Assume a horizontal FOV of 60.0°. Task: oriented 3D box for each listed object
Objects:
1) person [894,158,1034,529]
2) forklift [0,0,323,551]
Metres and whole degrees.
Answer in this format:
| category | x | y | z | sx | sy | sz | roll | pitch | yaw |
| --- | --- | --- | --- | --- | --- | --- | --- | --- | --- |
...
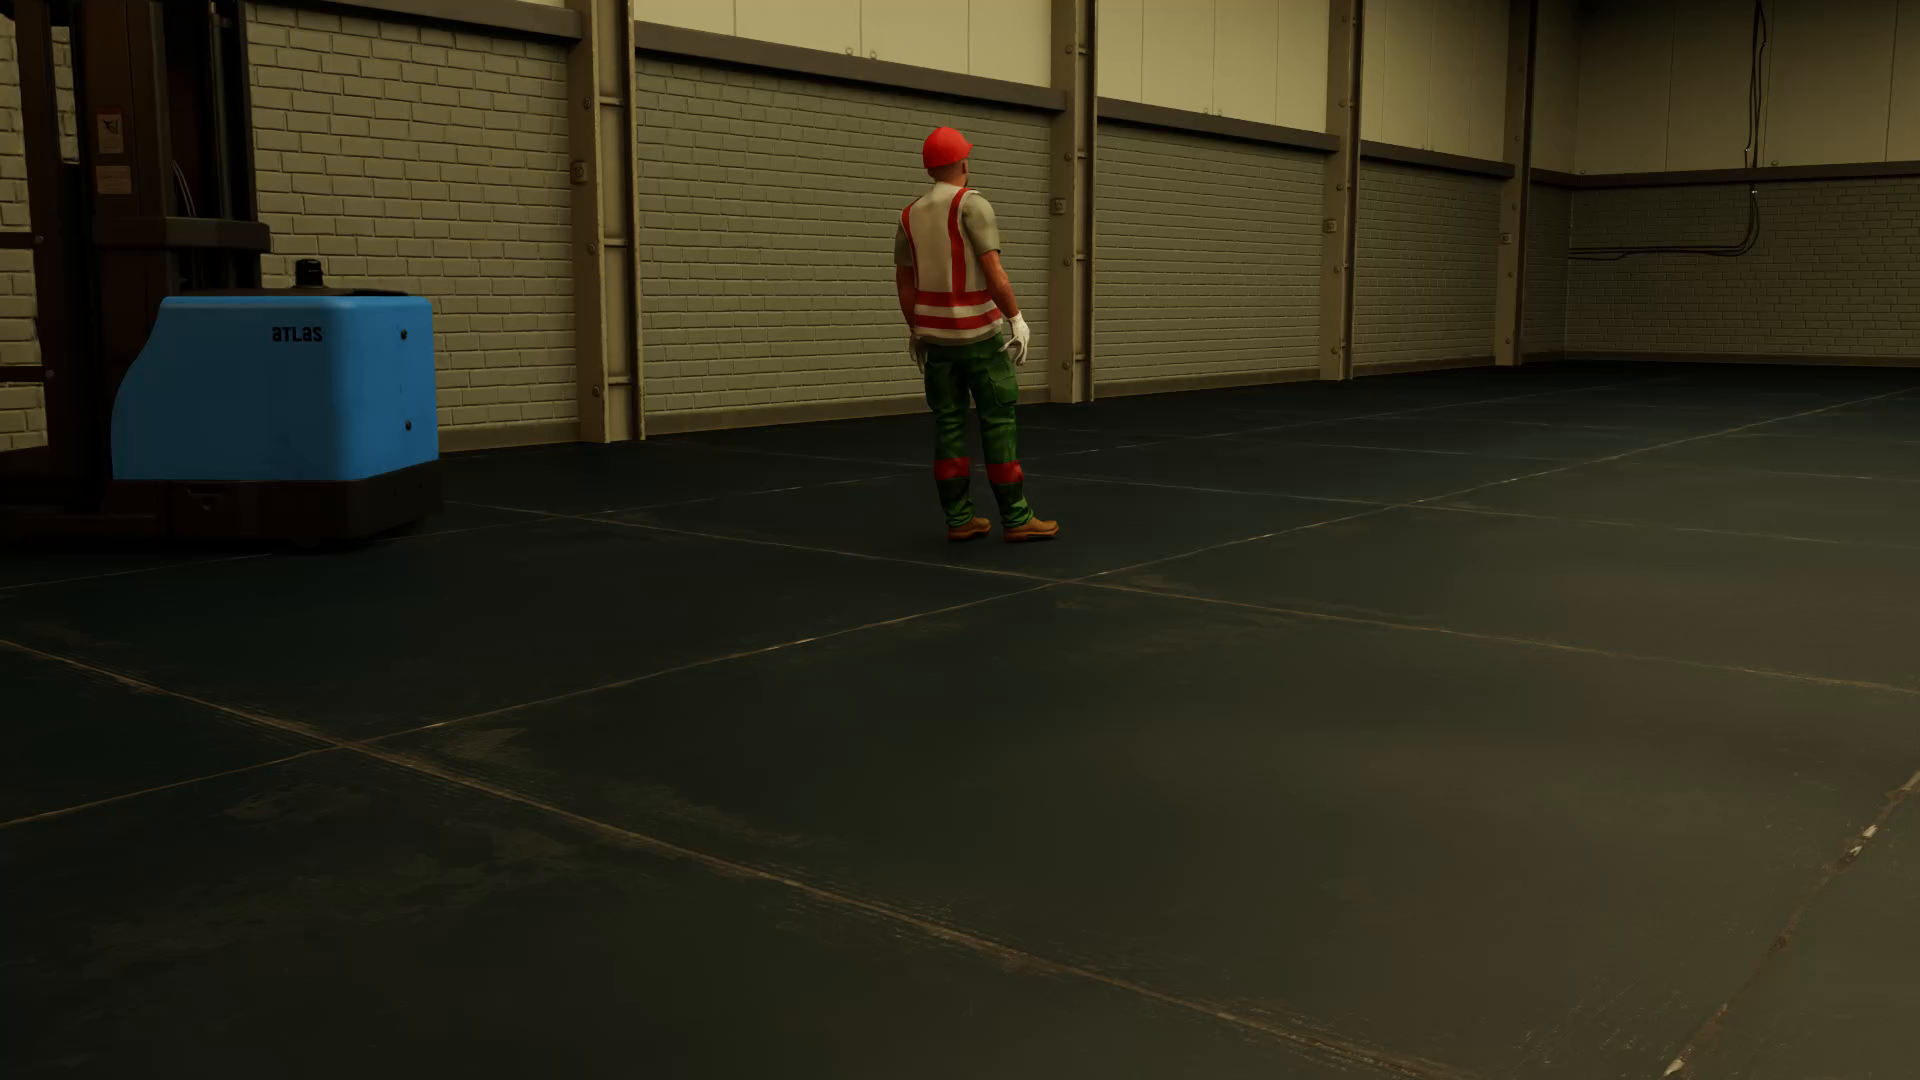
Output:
| category | x | y | z | sx | sy | sz | roll | pitch | yaw |
| --- | --- | --- | --- | --- | --- | --- | --- | --- | --- |
| person | 0.015 | -0.894 | 7.274 | 0.638 | 1.687 | 0.424 | 7 | 11 | 38 |
| forklift | -3.988 | -1.475 | 7.365 | 3.031 | 2.935 | 1.121 | 0 | 8 | 3 |
